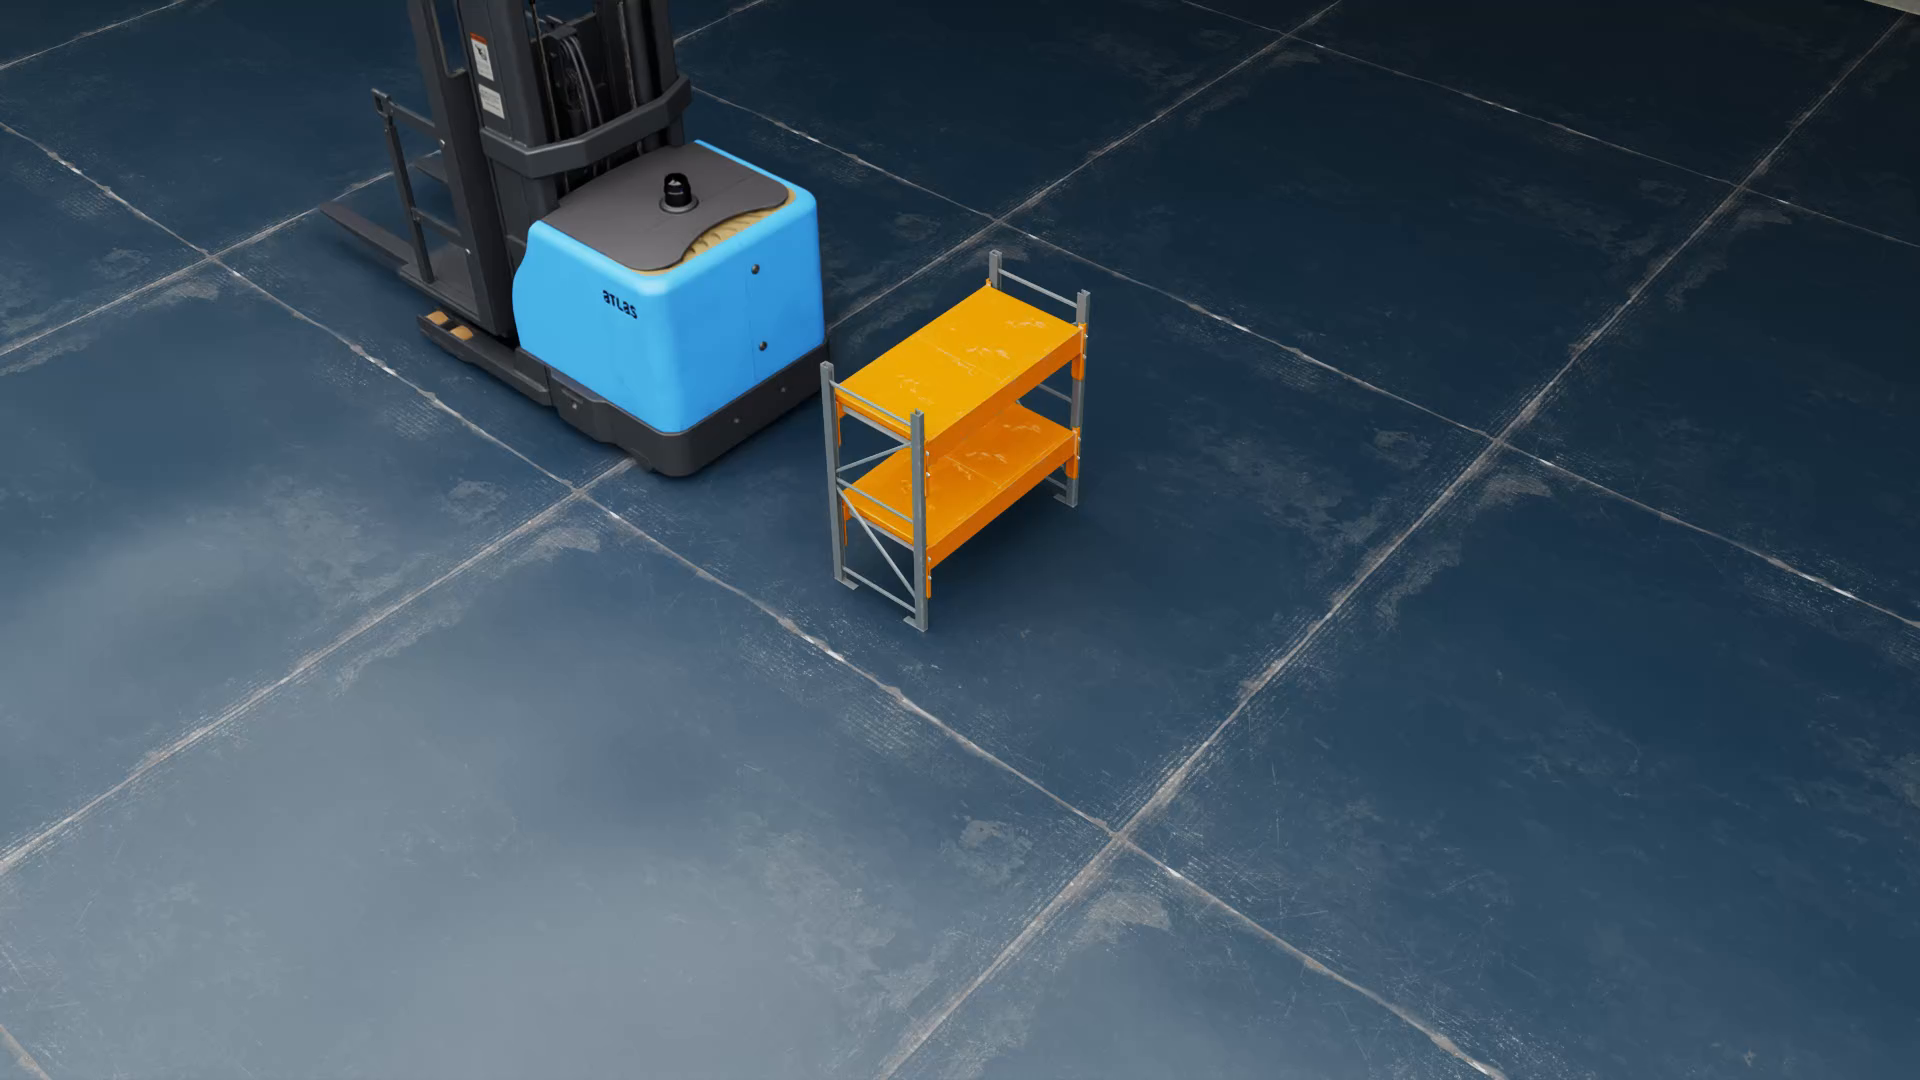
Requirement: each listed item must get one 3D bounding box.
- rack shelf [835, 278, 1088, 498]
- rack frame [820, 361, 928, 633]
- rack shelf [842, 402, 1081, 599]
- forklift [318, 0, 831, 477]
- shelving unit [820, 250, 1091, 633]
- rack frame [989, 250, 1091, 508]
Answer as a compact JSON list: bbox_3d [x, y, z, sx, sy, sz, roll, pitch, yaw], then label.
[{"bbox_3d":[-0.004,-0.629,6.671,0.538,0.278,1.000,29,50,28],"label":"rack shelf"},{"bbox_3d":[-0.332,-0.151,6.580,0.500,1.125,0.032,29,50,28],"label":"rack frame"},{"bbox_3d":[-0.004,-0.232,7.032,0.538,0.278,1.000,29,50,28],"label":"rack shelf"},{"bbox_3d":[-2.066,-2.216,7.508,3.031,2.935,1.130,30,50,29],"label":"forklift"},{"bbox_3d":[-0.004,-0.413,6.868,0.538,1.125,1.048,29,50,28],"label":"shelving unit"},{"bbox_3d":[0.323,-0.674,7.156,0.500,1.125,0.032,29,50,28],"label":"rack frame"}]
